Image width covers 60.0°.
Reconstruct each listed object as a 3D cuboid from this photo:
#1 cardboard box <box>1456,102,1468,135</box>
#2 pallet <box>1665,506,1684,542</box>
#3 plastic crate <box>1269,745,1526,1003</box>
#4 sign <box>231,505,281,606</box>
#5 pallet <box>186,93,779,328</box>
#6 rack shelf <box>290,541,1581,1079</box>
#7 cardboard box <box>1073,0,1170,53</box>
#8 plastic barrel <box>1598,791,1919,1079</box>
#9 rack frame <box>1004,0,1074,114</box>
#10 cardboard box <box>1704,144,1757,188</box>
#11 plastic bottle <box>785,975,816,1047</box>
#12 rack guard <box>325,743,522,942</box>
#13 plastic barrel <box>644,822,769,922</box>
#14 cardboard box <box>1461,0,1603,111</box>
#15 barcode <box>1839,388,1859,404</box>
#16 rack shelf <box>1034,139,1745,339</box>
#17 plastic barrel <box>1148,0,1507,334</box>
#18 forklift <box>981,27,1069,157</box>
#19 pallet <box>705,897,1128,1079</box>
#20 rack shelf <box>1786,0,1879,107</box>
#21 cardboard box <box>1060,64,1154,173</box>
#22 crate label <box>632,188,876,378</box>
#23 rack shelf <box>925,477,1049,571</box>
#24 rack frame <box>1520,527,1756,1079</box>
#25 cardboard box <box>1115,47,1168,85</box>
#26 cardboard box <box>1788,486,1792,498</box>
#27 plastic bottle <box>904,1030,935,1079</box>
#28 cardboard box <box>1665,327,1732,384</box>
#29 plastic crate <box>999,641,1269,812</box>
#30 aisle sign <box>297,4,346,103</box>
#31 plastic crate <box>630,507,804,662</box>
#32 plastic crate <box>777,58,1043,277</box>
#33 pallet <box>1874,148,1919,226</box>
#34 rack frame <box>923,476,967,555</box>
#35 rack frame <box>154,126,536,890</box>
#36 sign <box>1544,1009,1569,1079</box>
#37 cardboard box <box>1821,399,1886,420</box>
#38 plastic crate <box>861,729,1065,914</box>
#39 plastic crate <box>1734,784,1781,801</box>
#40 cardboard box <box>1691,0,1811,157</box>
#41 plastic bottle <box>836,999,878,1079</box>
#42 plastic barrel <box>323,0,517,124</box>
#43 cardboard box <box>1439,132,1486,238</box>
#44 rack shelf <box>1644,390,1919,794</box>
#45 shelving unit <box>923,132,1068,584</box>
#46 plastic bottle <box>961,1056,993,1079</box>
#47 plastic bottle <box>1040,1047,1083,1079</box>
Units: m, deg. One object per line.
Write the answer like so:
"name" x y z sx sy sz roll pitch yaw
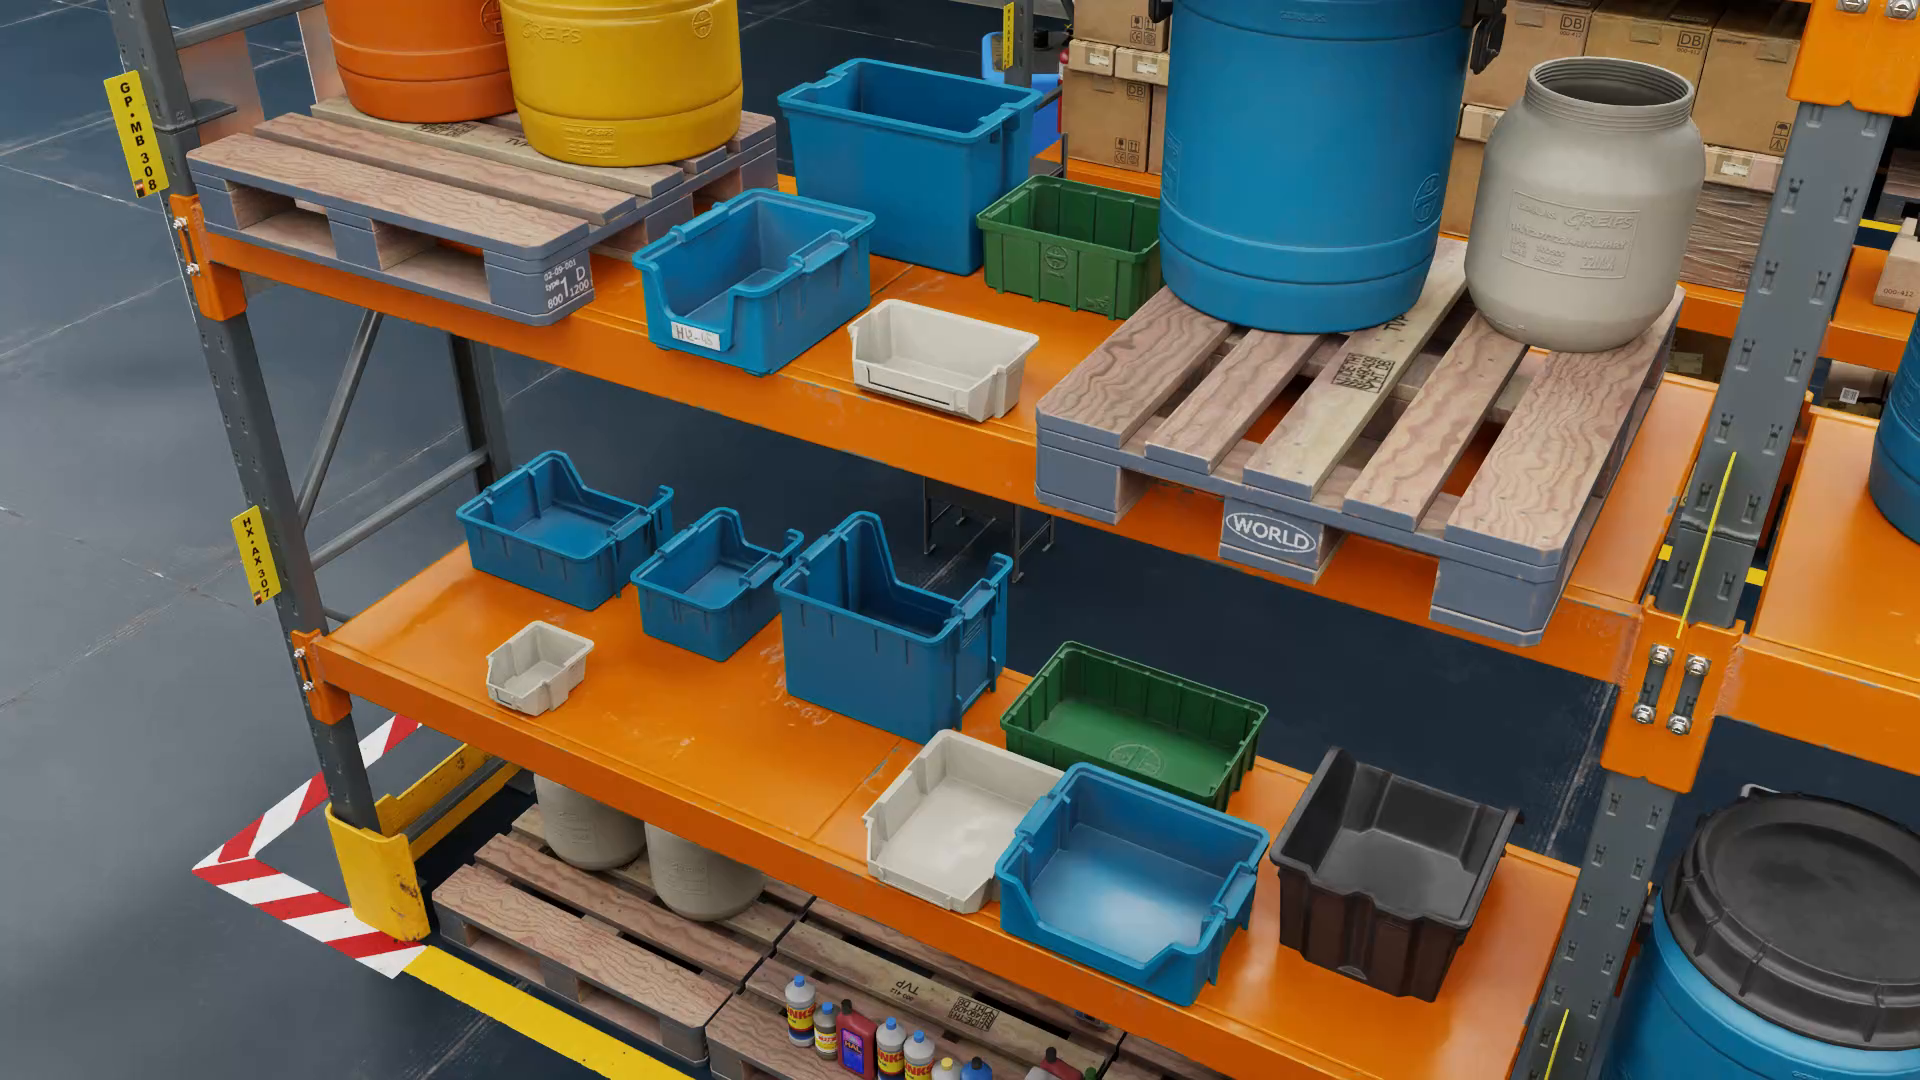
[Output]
"cardboard box" 2.328 -2.085 7.999 0.250 0.149 0.380 19 38 26
"pallet" 3.335 -0.458 8.748 1.213 0.211 1.003 18 37 24
"plastic crate" 1.152 0.823 4.363 0.504 0.338 0.767 18 37 24
"sign" -2.206 0.051 5.218 0.005 0.325 0.100 18 37 24
"pallet" -1.260 -0.993 4.499 1.213 0.211 1.003 18 37 24
"rack shelf" -0.193 0.752 5.063 4.000 0.370 1.077 18 37 24
"cardboard box" 0.976 -2.913 8.657 0.500 0.500 0.700 18 38 25
"plastic barrel" 1.728 1.046 3.521 0.708 0.901 0.600 18 37 24
"rack frame" 0.531 -2.480 9.268 0.127 3.000 1.000 18 37 24
"cardboard box" 3.448 -1.732 7.470 0.250 0.149 0.380 17 37 23
"plastic bottle" -0.510 1.504 5.350 0.097 0.271 0.097 0 34 0
"rack guard" -1.840 0.941 6.385 0.348 0.500 1.175 18 37 24
"plastic barrel" -0.885 1.045 5.840 0.421 0.512 0.421 0 34 0
"cardboard box" 2.742 -2.357 7.823 0.500 0.500 0.700 18 37 24
"barcode" 4.019 -0.652 7.515 0.075 0.075 0.001 18 37 24
"rack shelf" 2.268 -1.631 8.641 4.000 0.370 1.077 18 37 24
"plastic barrel" 0.732 -0.955 3.440 0.708 0.901 0.600 18 37 24
"forklift" 1.659 -3.637 11.067 3.031 2.935 1.130 0 34 0
"pallet" -0.083 1.624 5.622 1.213 0.211 1.003 18 37 24
"rack shelf" -0.193 -1.579 3.512 4.000 0.370 1.077 18 37 24
"cardboard box" 0.930 -2.387 9.038 0.500 0.500 0.700 18 37 24
"crate label" -0.469 -0.610 3.888 0.408 0.251 0.502 18 37 24
"rack shelf" 0.144 -0.234 7.995 0.480 0.518 0.431 18 37 24
"rack frame" 1.543 1.003 4.038 0.127 3.000 1.000 18 37 24
"cardboard box" 0.996 -2.509 8.636 0.250 0.149 0.380 17 37 23
"cardboard box" 4.231 -0.180 7.916 0.500 0.250 0.500 17 37 23
"plastic bottle" -0.126 1.625 5.167 0.097 0.271 0.097 0 34 0
"cardboard box" 3.757 -1.001 8.472 0.500 0.500 0.500 18 37 24
"plastic crate" 0.505 0.582 4.861 0.662 0.188 0.450 18 37 24
"aisle sign" -1.845 -1.342 5.214 0.004 0.787 0.394 18 37 24
"plastic crate" -0.786 0.139 5.468 0.408 0.251 0.499 18 37 24
"plastic crate" -0.125 -0.960 4.293 0.575 0.384 0.392 18 37 24
"pallet" 7.136 -2.391 11.650 1.213 0.211 1.003 18 37 24
"rack frame" -0.068 -0.896 7.700 0.015 2.100 0.400 18 37 24
"rack frame" -1.930 -0.097 5.690 0.127 3.000 1.000 18 37 24
"sign" 1.261 1.149 3.568 0.005 0.325 0.100 18 37 24
"cardboard box" 4.239 -0.410 7.756 0.500 0.311 0.500 18 38 25
"plastic crate" 0.008 0.788 4.599 0.437 0.136 0.530 18 37 24
"plastic crate" 2.115 0.962 4.041 0.583 0.464 0.402 18 37 24
"cardboard box" 3.616 -2.081 7.408 0.500 0.500 0.700 18 38 25
"plastic bottle" -0.323 1.570 5.240 0.133 0.283 0.061 18 38 25
"plastic barrel" -1.445 -1.627 4.514 0.708 0.830 0.600 18 37 24
"cardboard box" 2.721 -1.822 8.190 0.500 0.500 0.700 18 38 25
"rack shelf" 3.280 0.604 2.580 4.000 0.370 1.077 18 37 24
"shelving unit" 0.144 -0.828 7.600 0.503 2.100 0.431 18 37 24
"plastic bottle" 0.050 1.681 5.084 0.097 0.271 0.097 0 34 0
"plastic bottle" 0.307 1.672 5.087 0.133 0.283 0.061 18 37 24
